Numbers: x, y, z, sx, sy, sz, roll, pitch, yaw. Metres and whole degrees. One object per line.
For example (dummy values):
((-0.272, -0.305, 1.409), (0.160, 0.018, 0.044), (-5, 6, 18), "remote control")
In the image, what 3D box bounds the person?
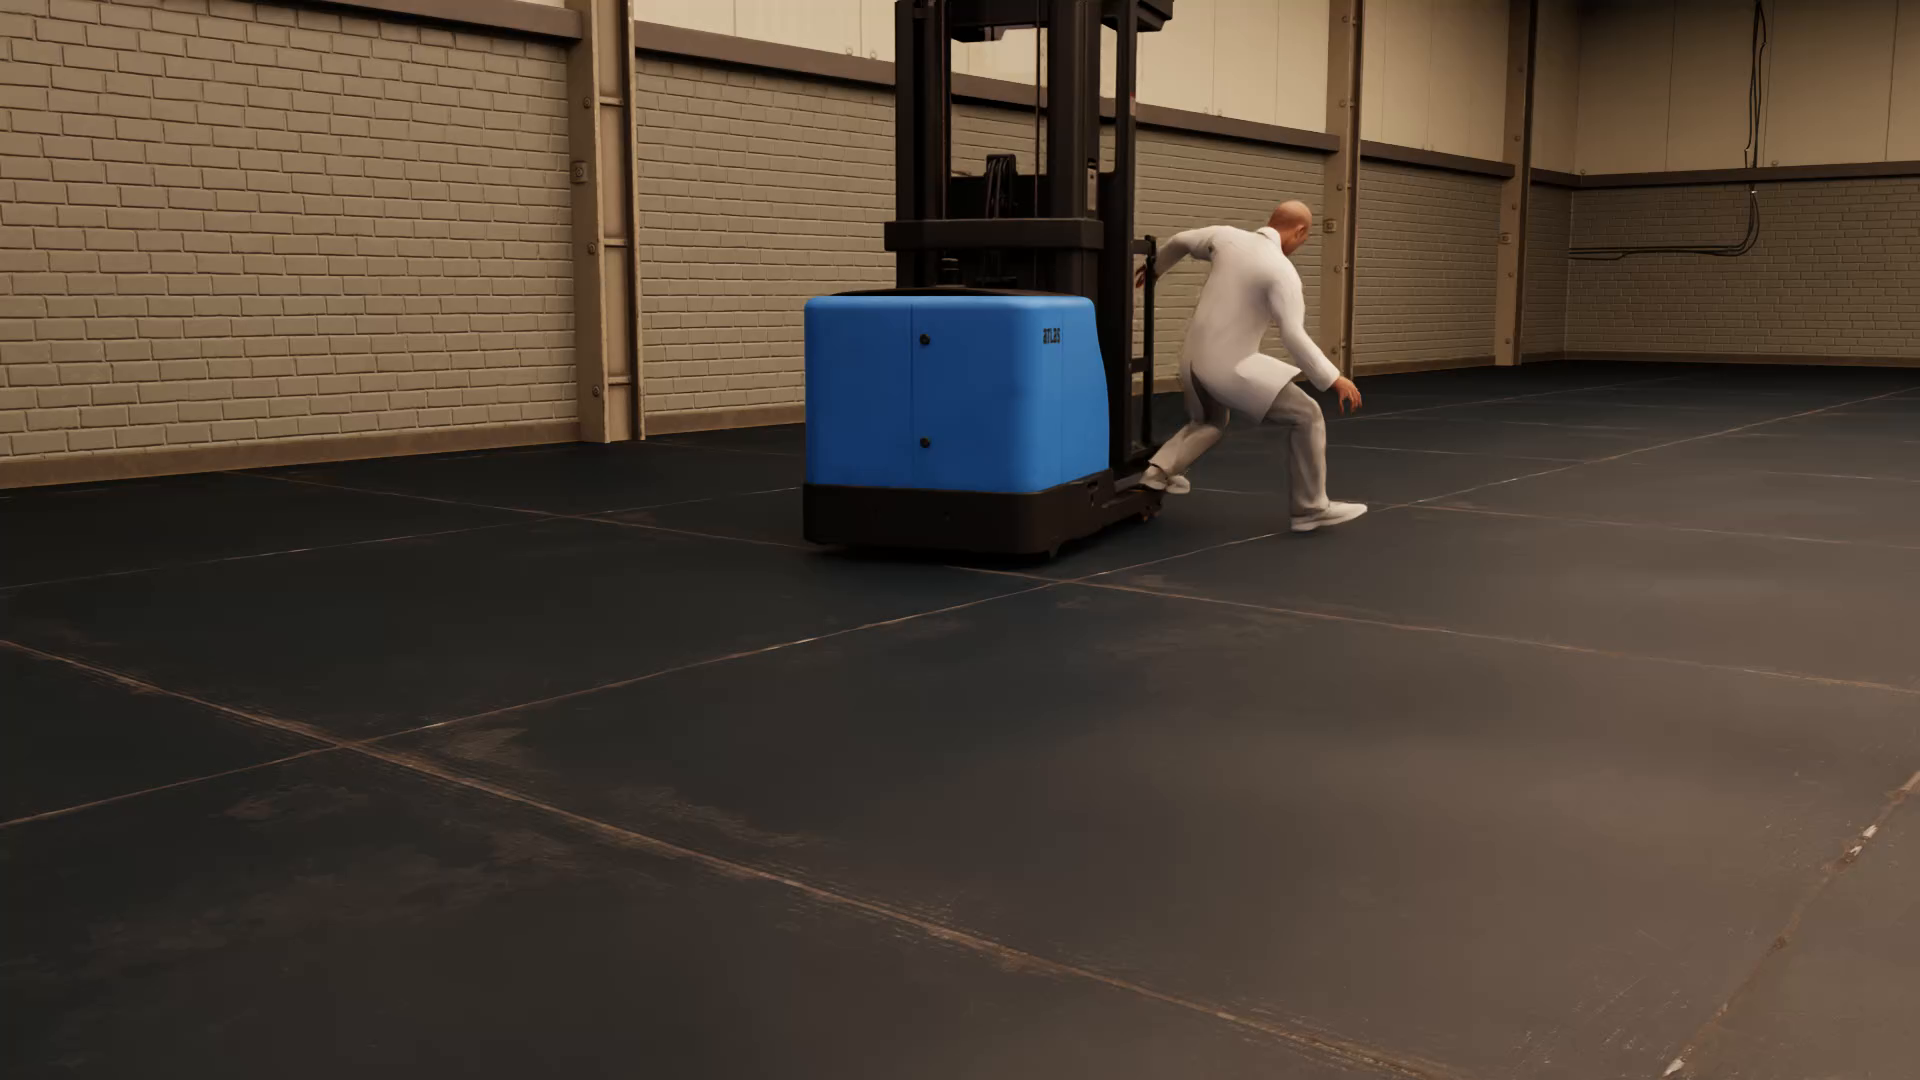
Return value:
((1.275, -0.818, 7.825), (0.788, 1.519, 1.230), (-4, 9, -24), "person")

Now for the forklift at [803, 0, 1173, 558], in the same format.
((0.356, -1.551, 7.880), (1.130, 2.935, 3.031), (3, 9, 21), "forklift")
